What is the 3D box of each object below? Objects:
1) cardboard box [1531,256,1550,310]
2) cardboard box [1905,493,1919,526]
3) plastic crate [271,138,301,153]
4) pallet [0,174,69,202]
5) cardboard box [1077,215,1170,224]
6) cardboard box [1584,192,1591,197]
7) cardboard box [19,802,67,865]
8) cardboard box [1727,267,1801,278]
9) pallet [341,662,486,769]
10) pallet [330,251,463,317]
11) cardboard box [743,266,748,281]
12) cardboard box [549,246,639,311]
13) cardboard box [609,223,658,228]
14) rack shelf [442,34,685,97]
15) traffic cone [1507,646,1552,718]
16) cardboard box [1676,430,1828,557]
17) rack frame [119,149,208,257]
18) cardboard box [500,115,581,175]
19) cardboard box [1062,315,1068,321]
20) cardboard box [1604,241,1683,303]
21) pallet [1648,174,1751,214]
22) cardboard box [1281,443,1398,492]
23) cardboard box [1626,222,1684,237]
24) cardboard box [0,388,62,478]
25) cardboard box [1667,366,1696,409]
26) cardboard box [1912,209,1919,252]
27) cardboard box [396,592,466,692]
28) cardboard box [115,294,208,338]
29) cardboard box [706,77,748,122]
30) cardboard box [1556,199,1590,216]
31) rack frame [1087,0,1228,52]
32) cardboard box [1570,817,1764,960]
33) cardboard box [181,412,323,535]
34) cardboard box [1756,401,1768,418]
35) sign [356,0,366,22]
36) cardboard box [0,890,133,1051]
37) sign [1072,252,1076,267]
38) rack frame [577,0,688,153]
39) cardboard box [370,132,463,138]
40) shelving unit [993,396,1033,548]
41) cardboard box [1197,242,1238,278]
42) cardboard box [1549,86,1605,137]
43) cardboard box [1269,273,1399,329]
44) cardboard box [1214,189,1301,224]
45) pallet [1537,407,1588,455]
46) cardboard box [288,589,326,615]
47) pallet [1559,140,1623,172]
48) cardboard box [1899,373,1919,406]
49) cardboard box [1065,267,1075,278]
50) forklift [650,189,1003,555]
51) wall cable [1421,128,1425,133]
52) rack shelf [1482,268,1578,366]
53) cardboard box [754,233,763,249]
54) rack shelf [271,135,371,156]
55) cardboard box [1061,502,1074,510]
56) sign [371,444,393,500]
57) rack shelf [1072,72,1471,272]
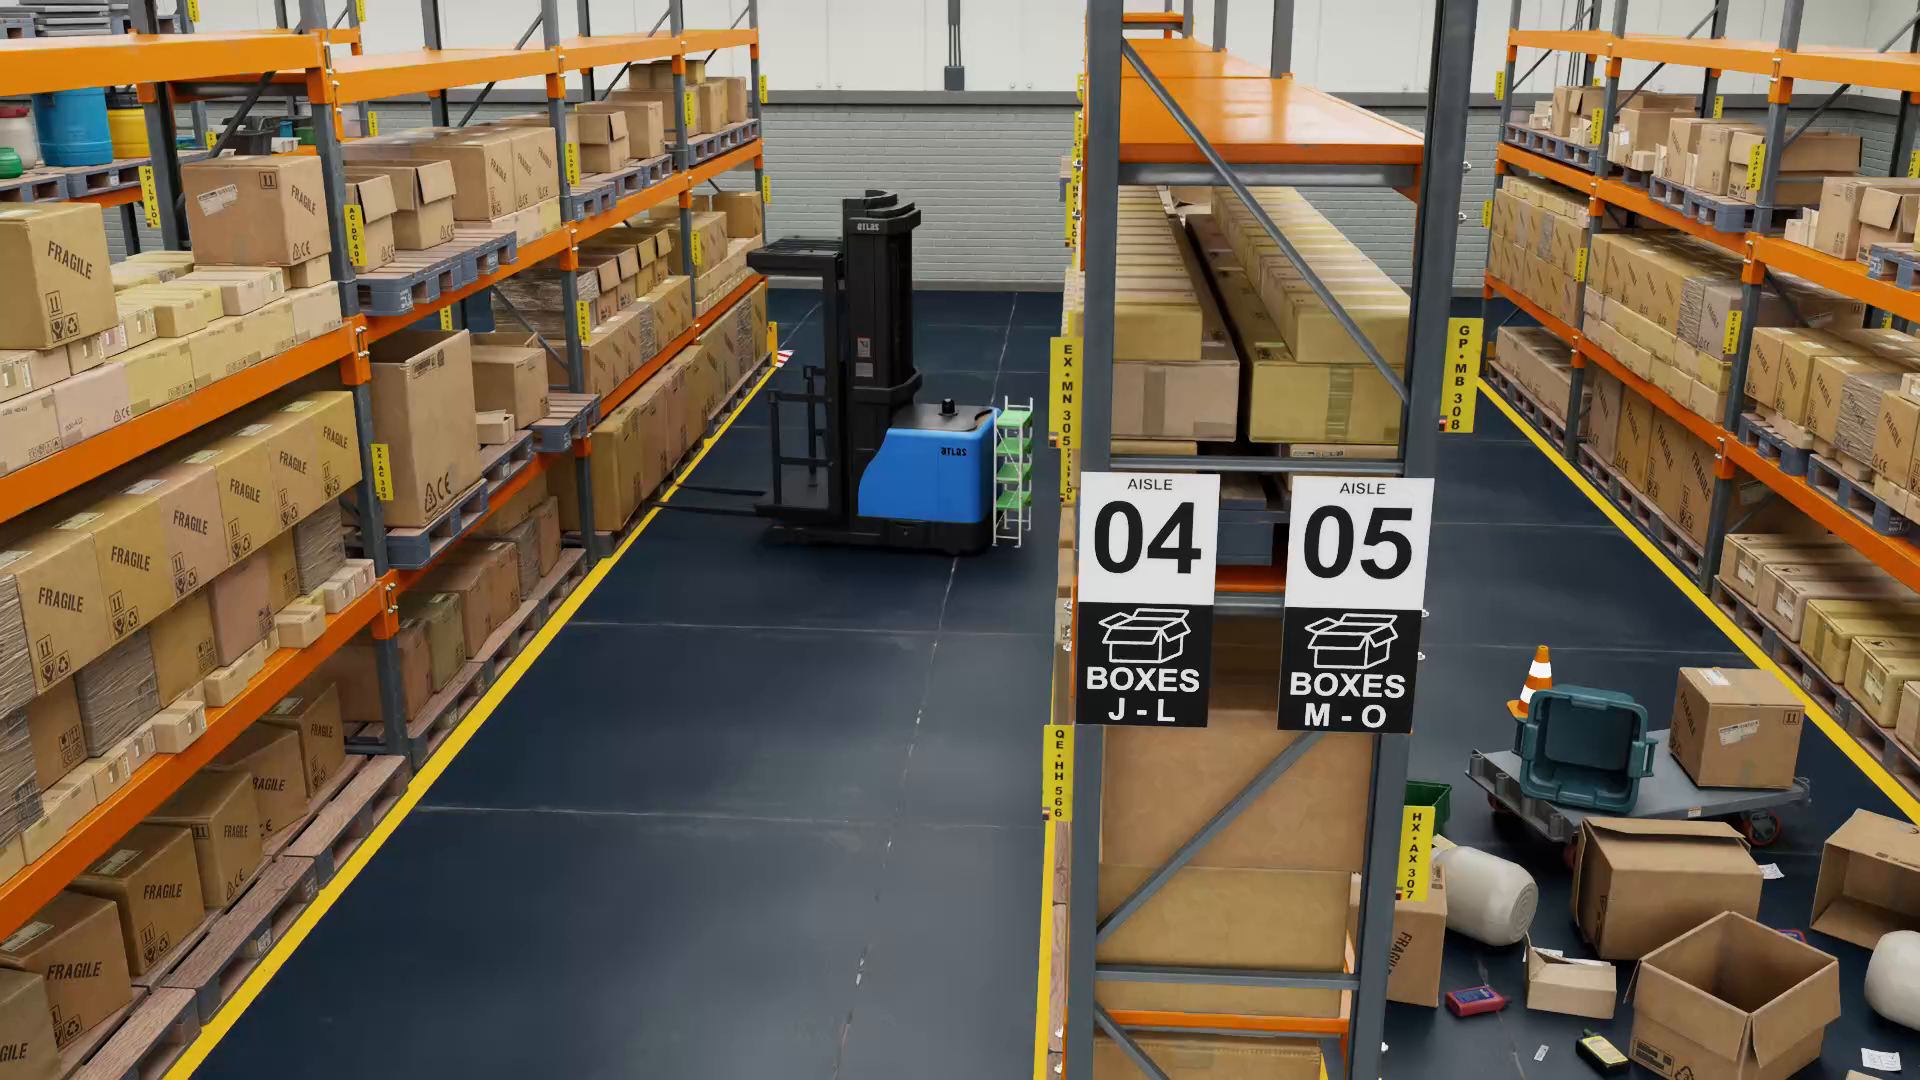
[{"bbox_3d":[6.484,-2.758,17.861,0.500,0.500,0.500,1,18,3],"label":"cardboard box"},{"bbox_3d":[5.860,-0.168,9.847,0.380,0.149,0.250,1,18,3],"label":"cardboard box"},{"bbox_3d":[-7.786,-4.471,18.856,0.437,0.136,0.530,1,18,4],"label":"plastic crate"},{"bbox_3d":[-8.306,-2.904,13.956,1.003,0.211,1.213,1,18,4],"label":"pallet"},{"bbox_3d":[0.680,-1.270,6.951,0.380,0.149,0.250,1,18,4],"label":"cardboard box"},{"bbox_3d":[7.039,-3.723,18.159,0.380,0.149,0.250,2,18,6],"label":"cardboard box"},{"bbox_3d":[-3.764,1.143,6.520,0.380,0.149,0.250,1,18,4],"label":"cardboard box"},{"bbox_3d":[6.724,-1.987,13.902,0.500,0.500,0.500,2,18,5],"label":"cardboard box"},{"bbox_3d":[-3.751,1.103,10.719,1.003,0.211,1.213,1,18,4],"label":"pallet"},{"bbox_3d":[-3.655,-1.506,9.686,1.213,0.211,1.003,1,18,4],"label":"pallet"},{"bbox_3d":[-2.714,-3.153,19.631,0.380,0.149,0.250,1,18,3],"label":"cardboard box"},{"bbox_3d":[-3.359,-2.385,15.112,0.797,0.503,0.637,2,18,6],"label":"cardboard box"},{"bbox_3d":[-3.466,-3.040,17.443,0.500,0.500,0.500,2,18,5],"label":"cardboard box"},{"bbox_3d":[-3.375,-4.163,14.474,1.077,0.370,4.000,1,18,4],"label":"rack shelf"},{"bbox_3d":[3.795,0.917,10.880,0.336,0.463,0.334,1,18,4],"label":"traffic cone"},{"bbox_3d":[6.498,-0.404,13.577,0.875,0.875,0.875,1,18,3],"label":"cardboard box"},{"bbox_3d":[-8.172,-2.576,17.467,1.000,3.000,0.127,1,18,4],"label":"rack frame"},{"bbox_3d":[-3.573,-3.356,14.197,0.500,0.500,0.500,2,18,7],"label":"cardboard box"},{"bbox_3d":[1.038,-1.765,13.767,0.380,0.149,0.250,2,18,6],"label":"cardboard box"},{"bbox_3d":[6.326,-2.478,15.401,0.500,0.500,0.500,1,18,4],"label":"cardboard box"},{"bbox_3d":[6.436,-2.886,13.899,1.003,0.211,1.213,2,18,6],"label":"pallet"},{"bbox_3d":[1.192,-0.249,5.116,0.380,0.149,0.250,1,18,4],"label":"cardboard box"},{"bbox_3d":[6.928,-2.909,16.718,0.500,0.500,0.500,1,18,4],"label":"cardboard box"},{"bbox_3d":[-3.769,-0.397,6.240,0.500,0.250,0.500,1,18,3],"label":"cardboard box"},{"bbox_3d":[6.164,-1.252,13.668,0.500,0.250,0.500,2,18,5],"label":"cardboard box"},{"bbox_3d":[6.056,-1.813,9.888,0.500,0.250,0.500,2,18,5],"label":"cardboard box"},{"bbox_3d":[-3.687,0.660,10.898,0.700,0.500,0.500,1,18,4],"label":"cardboard box"},{"bbox_3d":[-3.630,-1.007,7.463,0.380,0.149,0.250,2,18,6],"label":"cardboard box"},{"bbox_3d":[-2.929,-5.265,19.860,0.700,0.500,0.500,0,18,1],"label":"cardboard box"},{"bbox_3d":[6.494,-3.492,17.454,0.380,0.149,0.250,1,18,3],"label":"cardboard box"},{"bbox_3d":[1.421,-3.932,11.970,1.000,3.000,0.127,1,18,4],"label":"rack frame"},{"bbox_3d":[3.452,1.712,8.172,0.797,0.637,0.503,1,18,4],"label":"cardboard box"},{"bbox_3d":[-3.598,-0.343,8.410,0.500,0.500,0.500,1,18,4],"label":"cardboard box"},{"bbox_3d":[6.157,-0.985,12.341,0.380,0.149,0.250,0,18,1],"label":"cardboard box"},{"bbox_3d":[-7.335,-6.508,20.352,0.100,0.325,0.005,1,18,4],"label":"sign"},{"bbox_3d":[-4.022,1.870,7.239,0.500,0.500,0.500,6,19,18],"label":"cardboard box"},{"bbox_3d":[1.166,-2.744,16.590,0.100,0.325,0.005,1,18,4],"label":"sign"},{"bbox_3d":[-3.232,-5.316,16.195,1.000,3.000,0.127,1,18,4],"label":"rack frame"},{"bbox_3d":[-3.849,-2.636,11.869,0.500,0.500,0.500,1,18,4],"label":"cardboard box"},{"bbox_3d":[0.456,-0.588,14.292,0.258,1.200,0.503,4,19,12],"label":"shelving unit"},{"bbox_3d":[1.281,-1.110,7.105,0.500,0.250,0.500,1,18,3],"label":"cardboard box"},{"bbox_3d":[6.645,-4.584,17.781,0.500,0.500,0.500,2,18,5],"label":"cardboard box"},{"bbox_3d":[1.226,-0.782,5.463,0.380,0.149,0.250,1,18,3],"label":"cardboard box"},{"bbox_3d":[1.408,-1.571,7.872,0.380,0.149,0.250,1,18,4],"label":"cardboard box"},{"bbox_3d":[6.785,-1.153,17.604,1.003,0.211,1.213,1,18,4],"label":"pallet"},{"bbox_3d":[-3.633,0.366,8.893,0.380,0.149,0.250,1,18,4],"label":"cardboard box"},{"bbox_3d":[6.722,-3.881,16.776,1.003,0.211,1.213,1,18,4],"label":"pallet"},{"bbox_3d":[5.920,-0.904,10.012,0.380,0.149,0.250,1,18,2],"label":"cardboard box"},{"bbox_3d":[1.221,-2.574,16.234,0.380,0.149,0.250,2,18,7],"label":"cardboard box"},{"bbox_3d":[-1.187,-1.490,14.263,3.031,2.935,1.130,4,19,12],"label":"forklift"},{"bbox_3d":[7.320,-5.736,25.428,0.585,1.953,0.123,1,18,4],"label":"wall cable"},{"bbox_3d":[6.796,-2.523,18.462,1.077,0.370,4.000,1,18,4],"label":"rack shelf"},{"bbox_3d":[-2.715,-3.621,20.420,0.500,0.250,0.500,1,18,3],"label":"cardboard box"},{"bbox_3d":[-8.029,-4.280,19.007,1.077,0.370,4.000,1,18,4],"label":"rack shelf"},{"bbox_3d":[1.288,-0.024,12.618,1.050,0.750,0.750,1,18,3],"label":"cardboard box"},{"bbox_3d":[-3.264,-0.382,9.382,0.100,0.325,0.005,1,18,4],"label":"sign"},{"bbox_3d":[0.991,-1.536,6.457,1.077,0.370,4.000,1,18,4],"label":"rack shelf"}]
